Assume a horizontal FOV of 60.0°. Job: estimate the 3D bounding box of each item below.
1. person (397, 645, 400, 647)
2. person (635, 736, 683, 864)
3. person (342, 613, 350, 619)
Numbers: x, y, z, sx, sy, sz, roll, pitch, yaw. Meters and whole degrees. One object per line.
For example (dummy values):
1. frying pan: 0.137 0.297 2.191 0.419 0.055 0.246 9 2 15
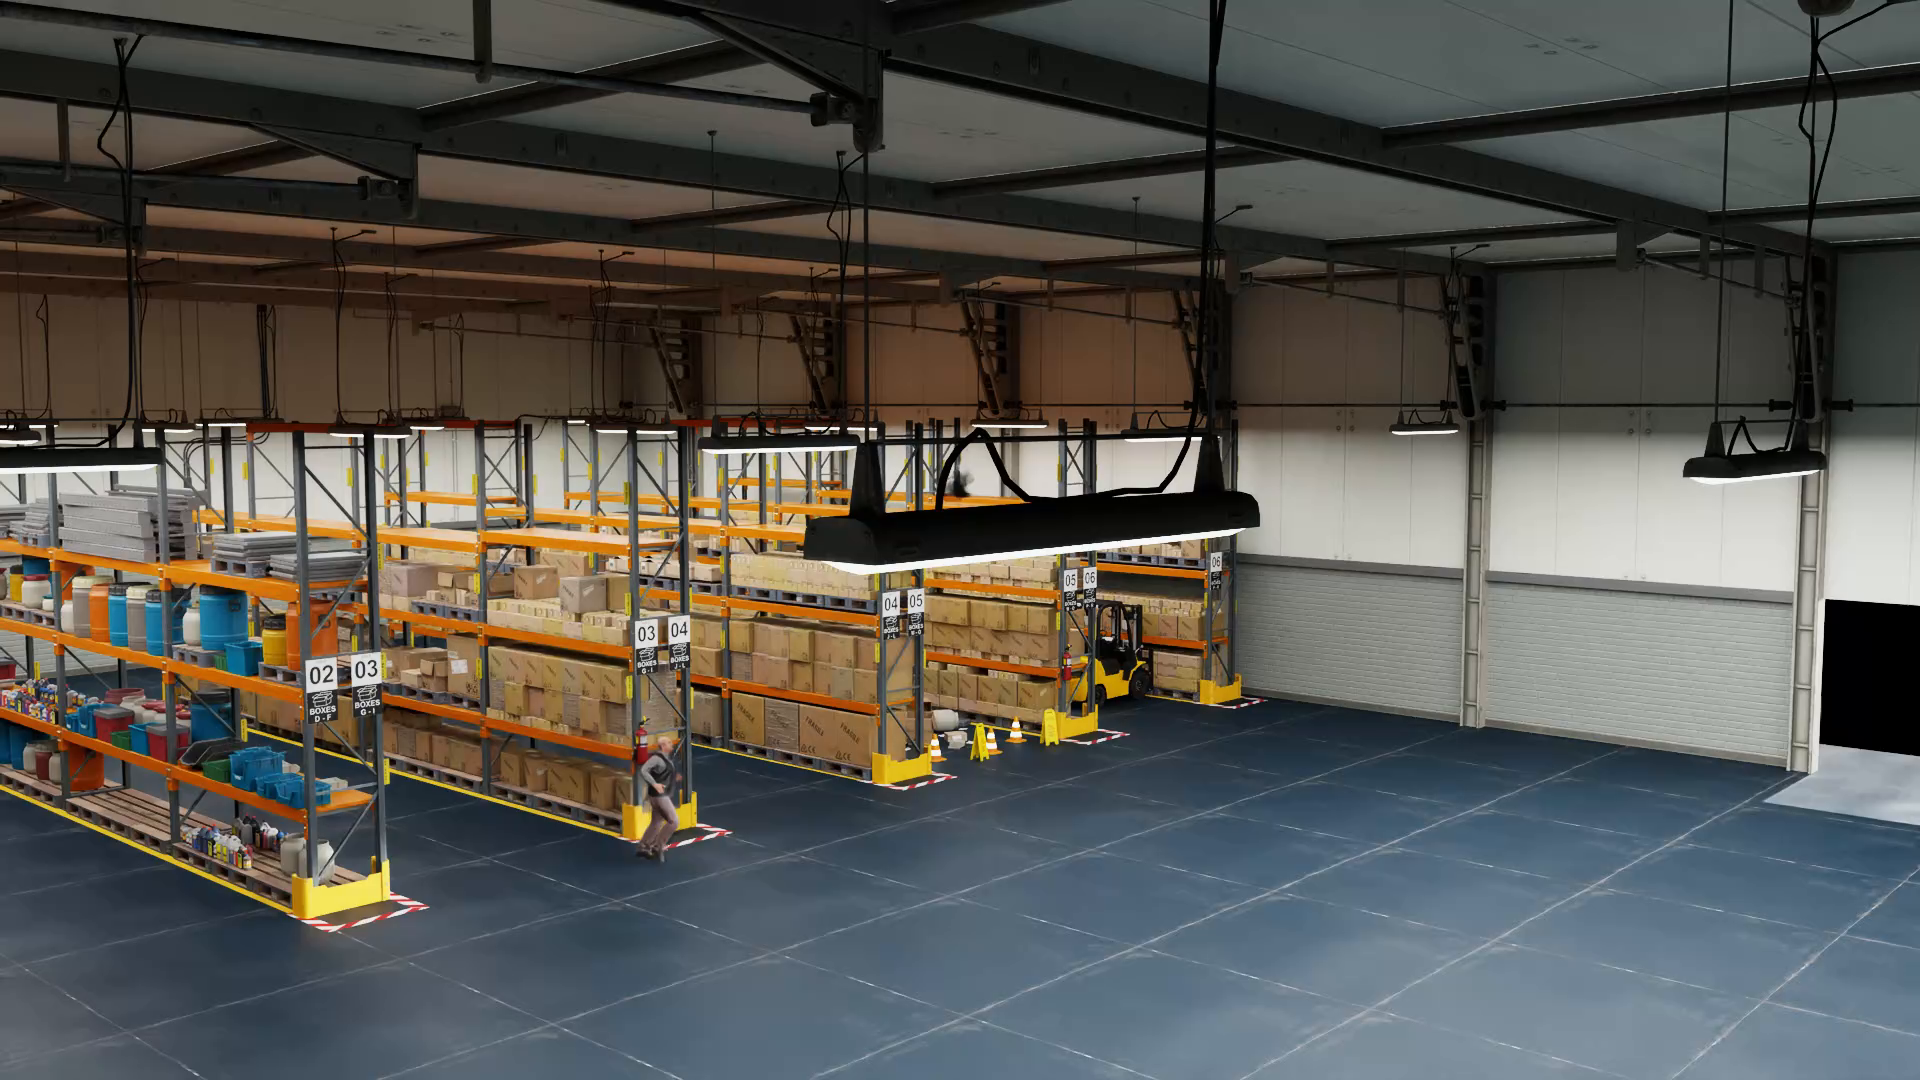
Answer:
1. person: -11.098 2.874 32.958 0.544 1.534 0.545 3 6 34
2. person: -4.181 3.607 23.155 0.660 1.749 0.642 0 5 0
3. person: -13.887 2.458 37.459 0.610 1.649 0.585 -3 5 -30
